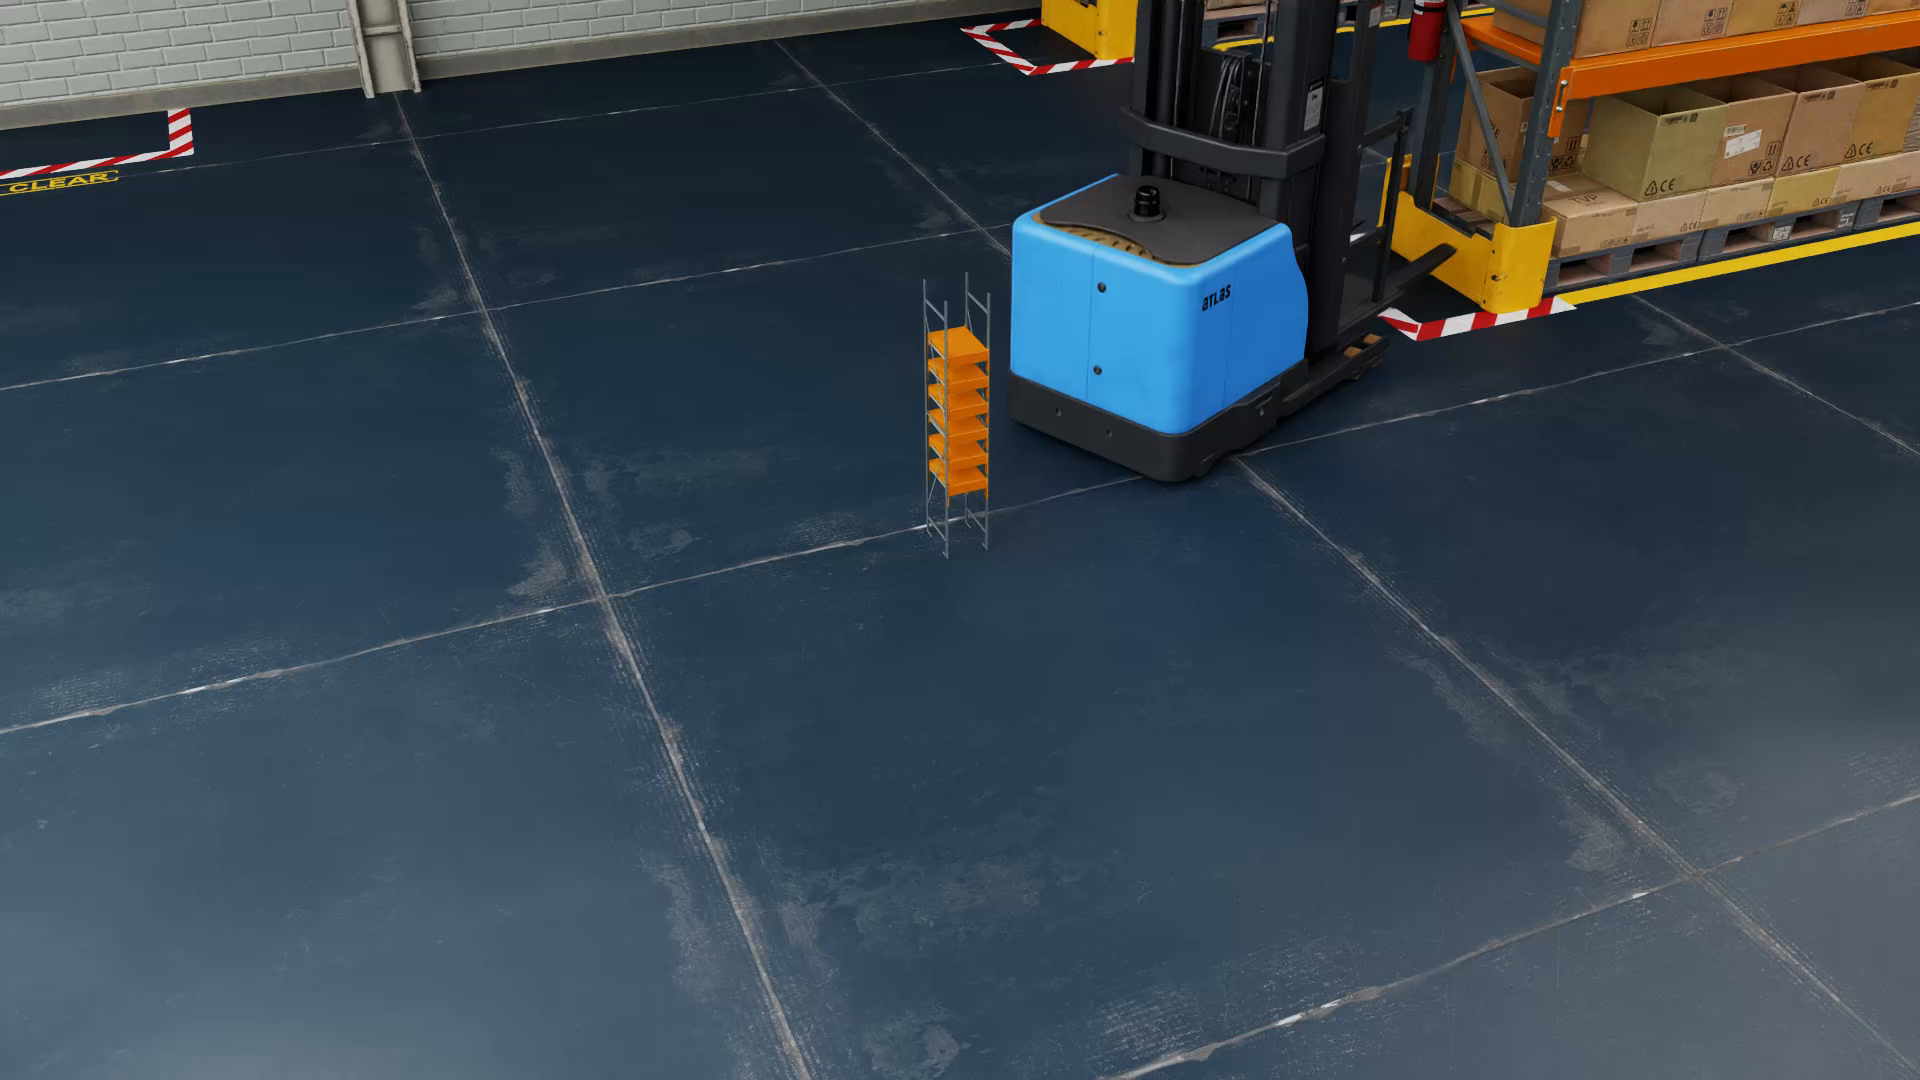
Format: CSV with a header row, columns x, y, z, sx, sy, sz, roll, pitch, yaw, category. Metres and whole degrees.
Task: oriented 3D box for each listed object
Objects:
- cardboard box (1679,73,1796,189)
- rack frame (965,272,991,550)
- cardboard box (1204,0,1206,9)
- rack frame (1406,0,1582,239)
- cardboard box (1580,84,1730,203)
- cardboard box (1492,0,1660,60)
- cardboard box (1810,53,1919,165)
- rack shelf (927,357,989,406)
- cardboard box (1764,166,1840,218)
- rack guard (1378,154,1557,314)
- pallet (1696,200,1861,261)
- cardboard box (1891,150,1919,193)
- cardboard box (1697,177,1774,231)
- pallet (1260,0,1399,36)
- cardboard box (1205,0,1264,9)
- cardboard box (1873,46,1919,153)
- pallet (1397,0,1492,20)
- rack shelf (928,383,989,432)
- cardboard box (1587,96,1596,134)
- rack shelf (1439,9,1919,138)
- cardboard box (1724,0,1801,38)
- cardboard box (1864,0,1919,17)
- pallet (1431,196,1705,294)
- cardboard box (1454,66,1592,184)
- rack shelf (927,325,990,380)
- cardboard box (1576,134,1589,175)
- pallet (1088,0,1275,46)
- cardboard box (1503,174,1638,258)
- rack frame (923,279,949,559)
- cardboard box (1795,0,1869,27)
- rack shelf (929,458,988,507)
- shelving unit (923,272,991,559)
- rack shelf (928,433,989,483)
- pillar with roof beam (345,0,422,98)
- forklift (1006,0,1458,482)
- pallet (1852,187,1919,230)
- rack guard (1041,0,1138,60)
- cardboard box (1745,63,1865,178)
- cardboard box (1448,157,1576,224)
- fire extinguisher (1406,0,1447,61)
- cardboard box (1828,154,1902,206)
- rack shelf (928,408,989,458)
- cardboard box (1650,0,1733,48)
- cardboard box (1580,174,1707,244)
x,y,z,sx,sy,sz,roll,pitch,yaw,category
4.391,-2.384,9.613,0.500,0.500,0.500,-13,35,-19,cardboard box
0.071,-0.519,6.948,0.006,1.200,0.240,-13,35,-19,rack frame
1.646,-4.475,13.439,0.500,0.311,0.500,-17,37,-24,cardboard box
2.894,-2.827,8.844,0.127,3.000,1.000,-13,35,-19,rack frame
3.935,-2.272,9.441,0.500,0.500,0.500,-13,35,-19,cardboard box
3.329,-2.961,8.958,0.500,0.500,0.700,-13,35,-19,cardboard box
5.314,-2.594,9.935,0.500,0.500,0.500,-13,35,-19,cardboard box
-0.013,-0.664,6.811,0.180,0.103,0.258,-13,35,-19,rack shelf
4.858,-2.167,9.967,0.500,0.250,0.500,-13,35,-19,cardboard box
2.872,-1.774,9.518,0.348,0.500,1.175,-13,35,-19,rack guard
4.706,-2.096,10.278,1.213,0.211,1.003,-13,35,-19,pallet
5.774,-2.386,10.303,0.500,0.250,0.500,-13,35,-19,cardboard box
4.395,-2.064,9.808,0.500,0.250,0.500,-13,35,-19,cardboard box
2.929,-4.573,14.085,1.213,0.211,1.003,-13,35,-19,pallet
2.171,-4.595,13.624,0.500,0.311,0.500,-10,34,-15,cardboard box
5.773,-2.702,10.100,0.500,0.500,0.500,-13,35,-19,cardboard box
4.055,-4.833,14.484,1.213,0.211,1.003,-13,35,-19,pallet
-0.013,-0.563,6.877,0.180,0.103,0.258,-13,35,-19,rack shelf
4.189,-2.646,10.015,0.500,0.500,0.500,-13,35,-19,cardboard box
4.738,-2.947,9.689,4.000,0.370,1.077,-13,35,-19,rack shelf
4.272,-3.176,9.289,0.500,0.500,0.700,-13,35,-19,cardboard box
5.227,-3.398,9.630,0.500,0.500,0.700,-12,35,-18,cardboard box
3.583,-1.840,9.885,1.213,0.211,1.003,-13,35,-19,pallet
3.273,-2.427,9.679,0.500,0.500,0.500,-13,35,-19,cardboard box
-0.013,-0.764,6.746,0.180,0.103,0.258,-13,35,-19,rack shelf
3.730,-2.224,10.053,0.500,0.250,0.500,-13,35,-19,cardboard box
1.806,-4.318,13.693,1.213,0.211,1.003,-13,35,-19,pallet
3.474,-1.852,9.481,0.500,0.250,0.500,-13,35,-19,cardboard box
-0.098,-0.481,6.888,0.006,1.200,0.240,-13,35,-19,rack frame
4.756,-3.289,9.463,0.500,0.500,0.700,-12,35,-18,cardboard box
-0.013,-0.261,7.073,0.180,0.103,0.258,-13,35,-19,rack shelf
-0.013,-0.500,6.918,0.189,1.200,0.258,-13,35,-19,shelving unit
-0.013,-0.362,7.008,0.180,0.103,0.258,-13,35,-19,rack shelf
-2.582,-4.983,6.657,0.400,9.000,9.100,-13,35,-19,pillar with roof beam
1.577,-2.213,7.964,1.130,2.935,3.031,26,41,34,forklift
5.833,-2.356,10.677,1.213,0.211,1.003,-13,35,-19,pallet
1.043,-4.285,13.378,0.348,0.500,1.175,-13,35,-19,rack guard
4.859,-2.481,9.762,0.500,0.500,0.500,-13,35,-19,cardboard box
3.274,-2.112,9.882,0.500,0.250,0.500,-13,35,-19,cardboard box
2.605,-3.003,9.186,0.183,0.674,0.296,-13,35,-19,fire extinguisher
5.319,-2.273,10.130,0.500,0.250,0.500,-13,35,-19,cardboard box
-0.013,-0.463,6.942,0.180,0.103,0.258,-13,35,-19,rack shelf
3.812,-3.074,9.132,0.500,0.500,0.700,-12,35,-18,cardboard box
3.934,-1.959,9.647,0.500,0.250,0.500,-13,35,-19,cardboard box
